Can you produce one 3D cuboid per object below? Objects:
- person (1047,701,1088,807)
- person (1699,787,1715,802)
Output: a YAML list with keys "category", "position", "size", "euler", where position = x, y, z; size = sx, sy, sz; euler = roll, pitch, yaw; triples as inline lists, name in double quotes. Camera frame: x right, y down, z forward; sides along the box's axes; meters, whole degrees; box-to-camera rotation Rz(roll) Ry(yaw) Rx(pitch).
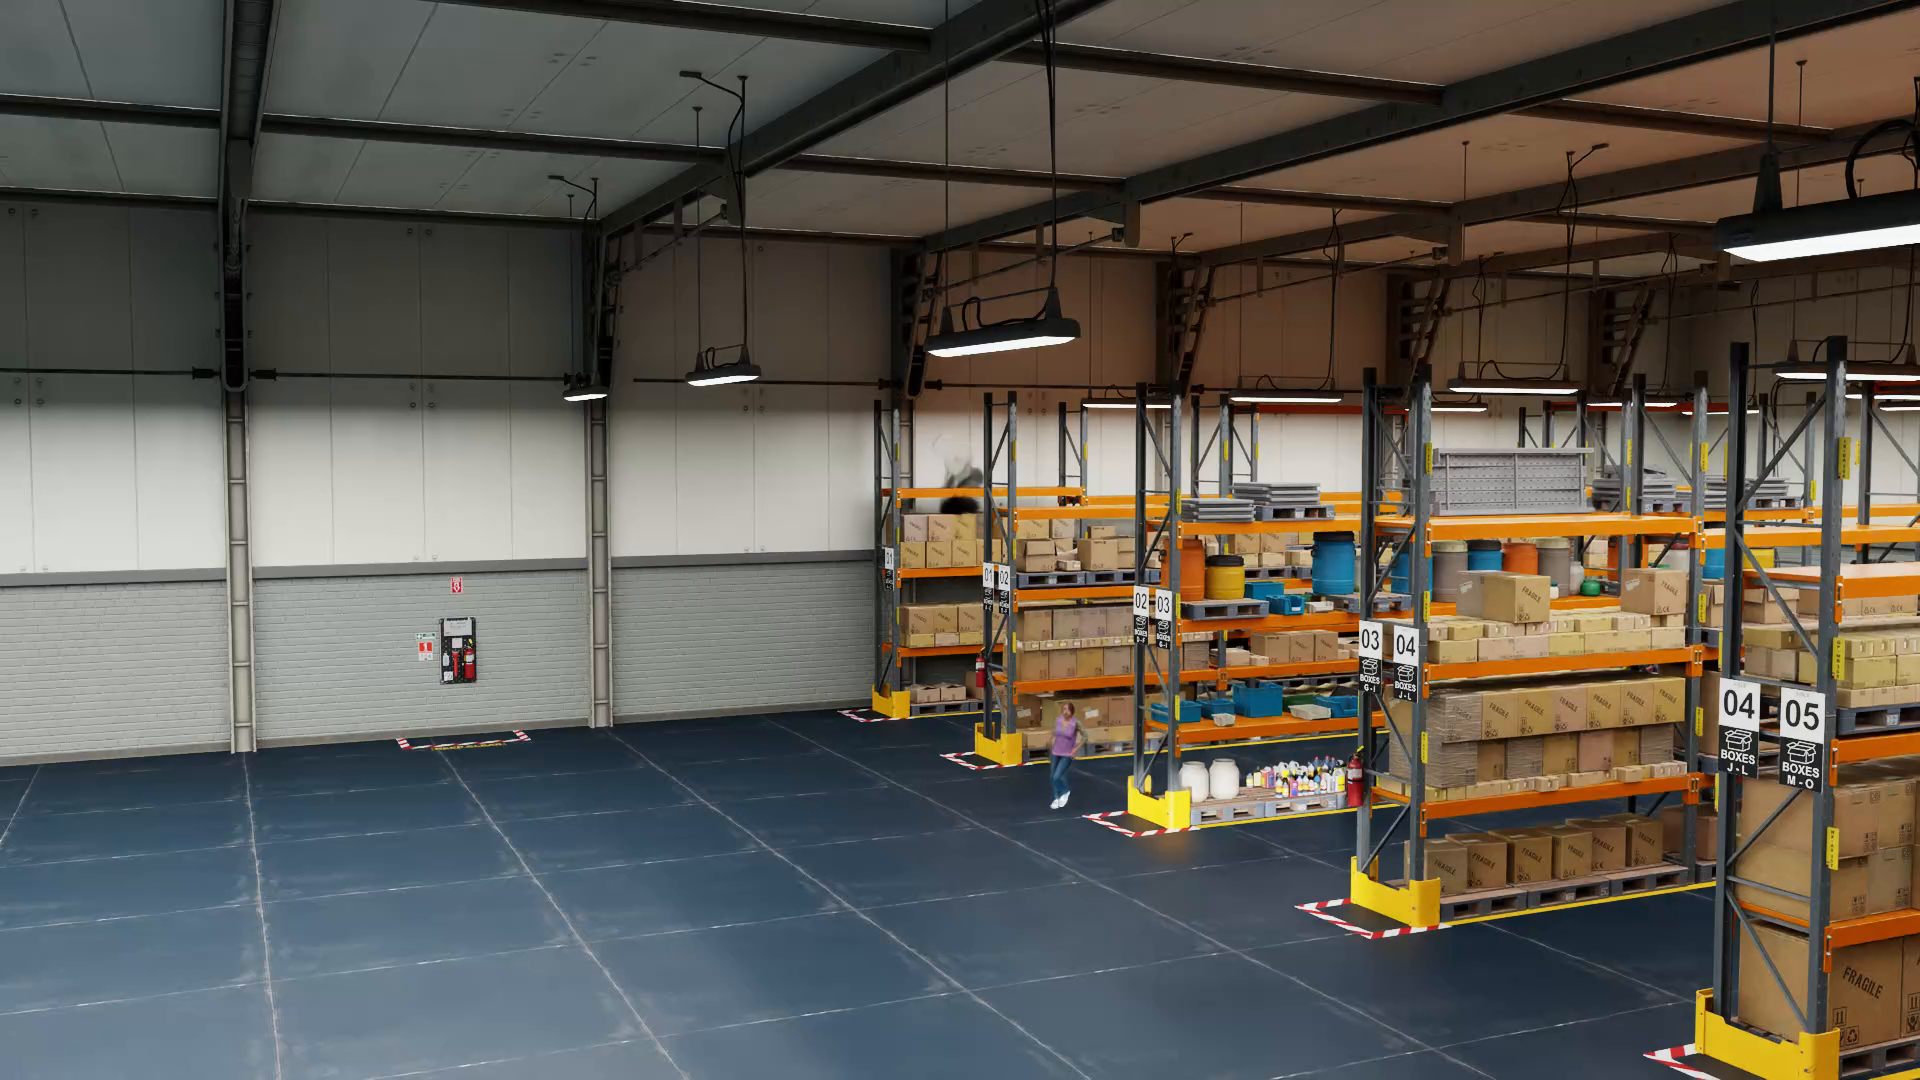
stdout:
- category: "person"
  position: [1.465, 3.030, 23.380]
  size: [0.543, 1.535, 0.543]
  euler: [3, 4, 38]
- category: "person"
  position: [10.061, 3.042, 22.453]
  size: [0.651, 1.684, 0.530]
  euler: [-2, 4, -27]
